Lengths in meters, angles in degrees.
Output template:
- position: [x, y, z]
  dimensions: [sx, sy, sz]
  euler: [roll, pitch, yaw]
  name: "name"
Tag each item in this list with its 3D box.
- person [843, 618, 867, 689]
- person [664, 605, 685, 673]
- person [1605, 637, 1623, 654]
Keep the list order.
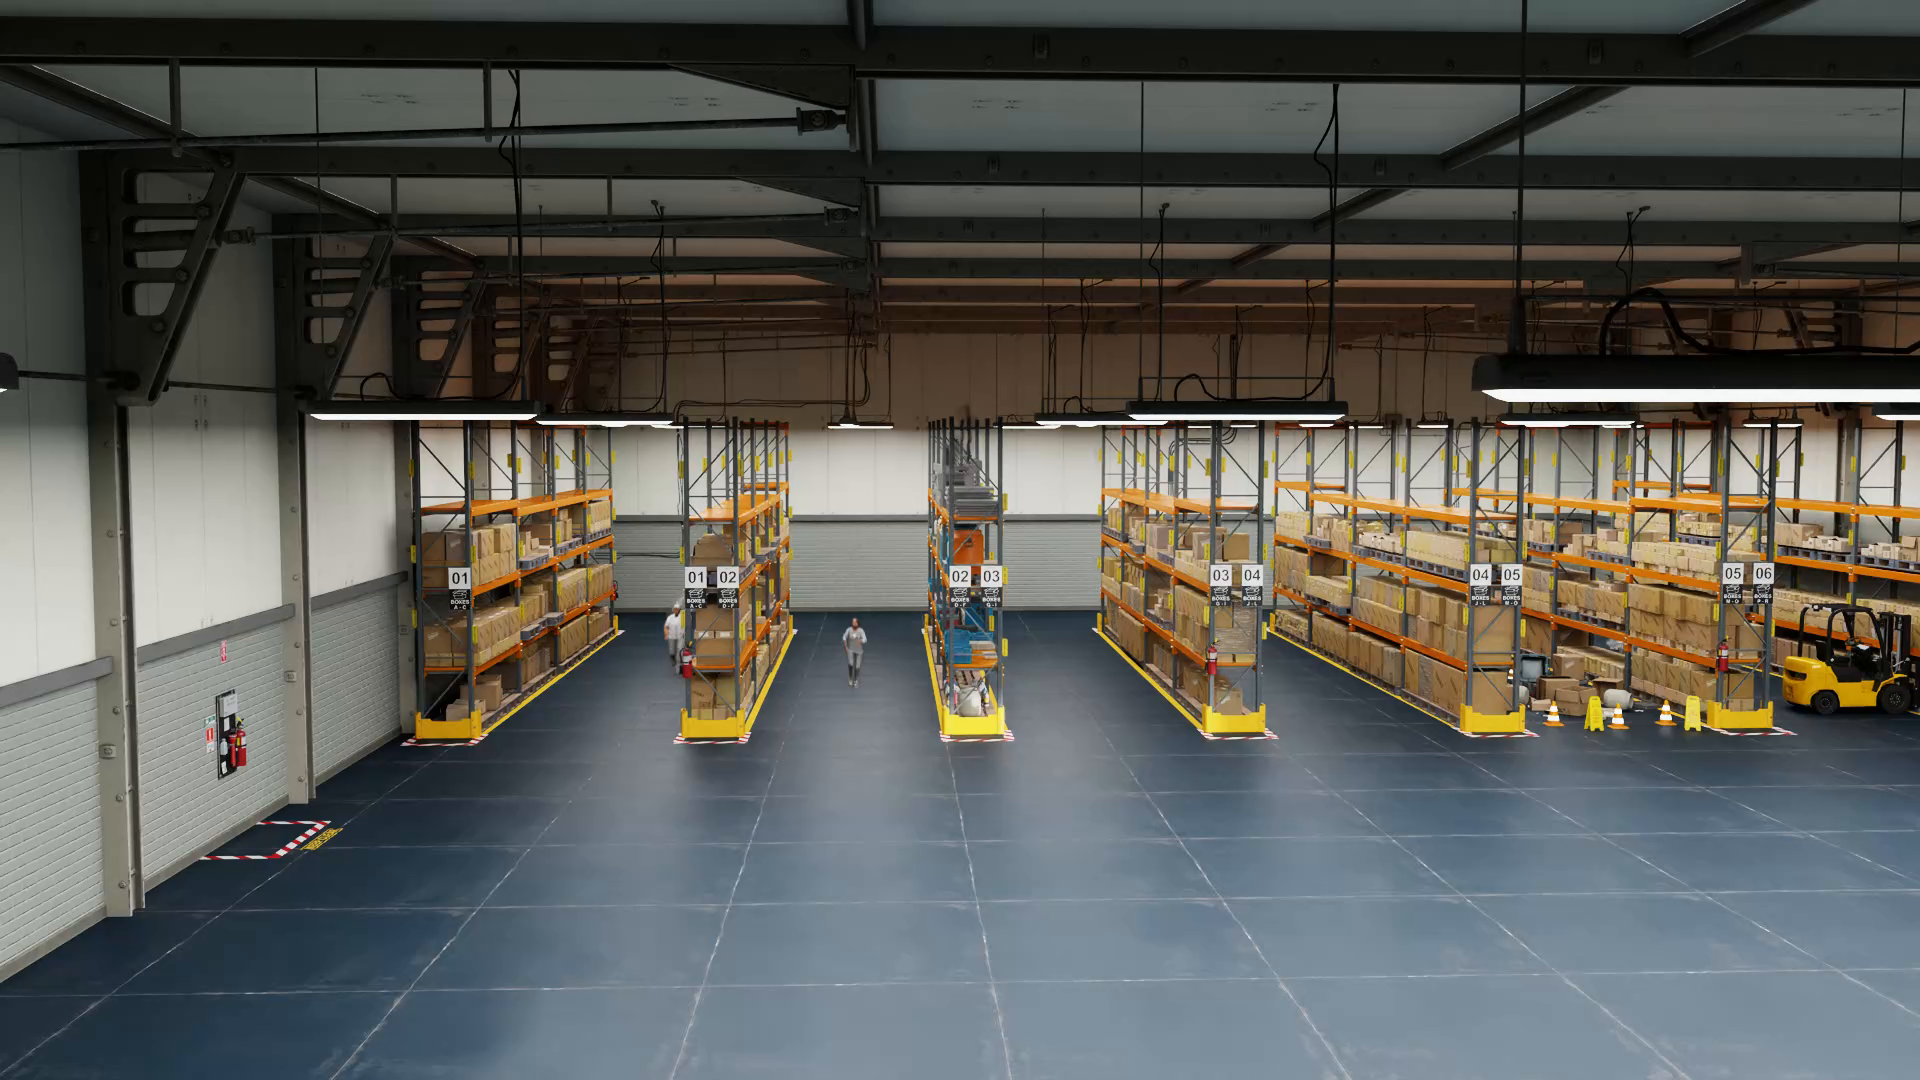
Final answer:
- position: [-2.334, 2.515, 37.034]
  dimensions: [0.523, 1.578, 0.688]
  euler: [0, 4, -5]
  name: "person"
- position: [-6.730, 2.346, 39.558]
  dimensions: [0.616, 1.627, 0.550]
  euler: [0, 4, -5]
  name: "person"
- position: [16.465, 2.111, 41.843]
  dimensions: [0.695, 1.783, 0.667]
  euler: [0, 4, 0]
  name: "person"
